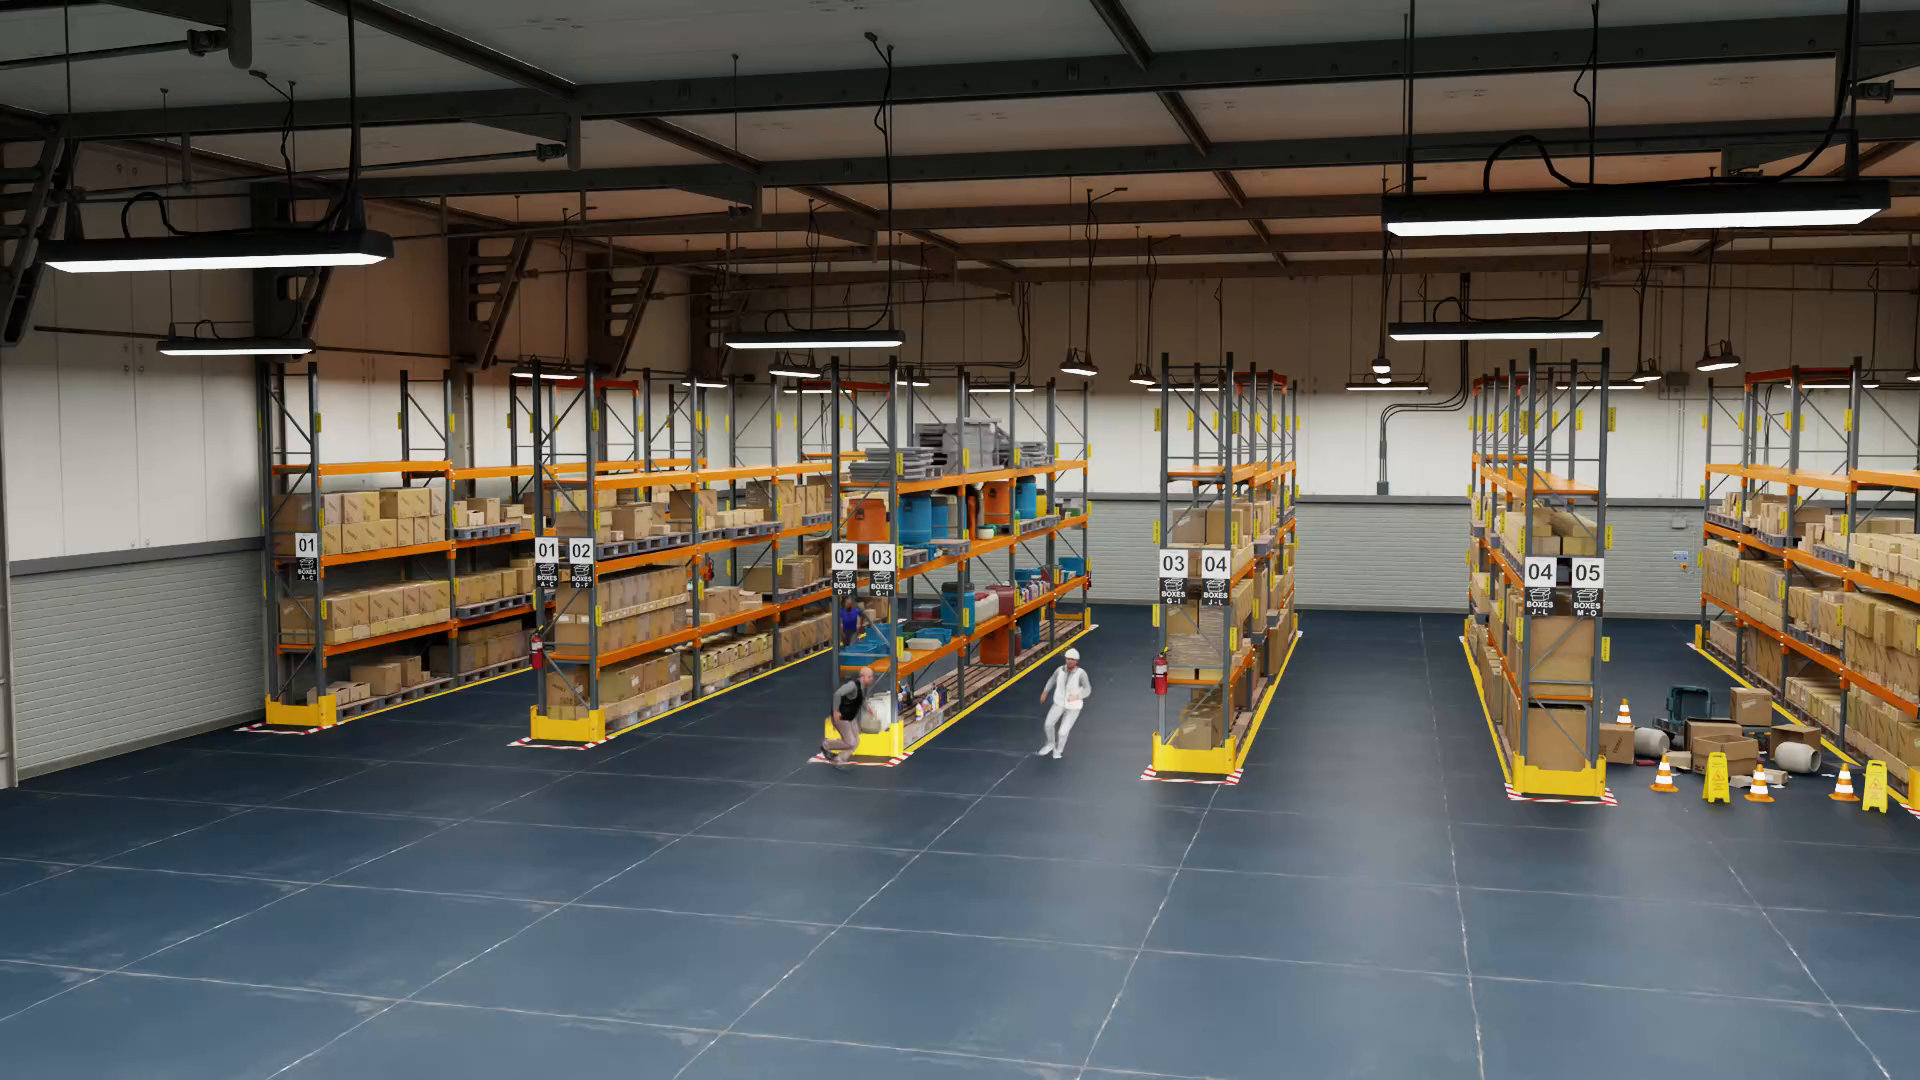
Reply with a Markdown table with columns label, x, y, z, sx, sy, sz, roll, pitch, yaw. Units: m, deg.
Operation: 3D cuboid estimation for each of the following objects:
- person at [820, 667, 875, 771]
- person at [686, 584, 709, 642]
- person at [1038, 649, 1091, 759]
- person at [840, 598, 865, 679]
| label | x | y | z | sx | sy | sz | roll | pitch | yaw |
| --- | --- | --- | --- | --- | --- | --- | --- | --- | --- |
| person | -1.632 | 2.572 | 23.837 | 0.865 | 1.536 | 0.675 | 2 | 4 | 24 |
| person | -5.584 | 1.712 | 35.224 | 0.681 | 1.629 | 0.930 | 0 | 4 | -5 |
| person | 1.538 | 2.440 | 24.670 | 0.841 | 1.674 | 0.638 | 1 | 4 | 16 |
| person | -2.192 | 1.912 | 32.998 | 0.599 | 1.619 | 0.960 | 0 | 4 | -6 |
